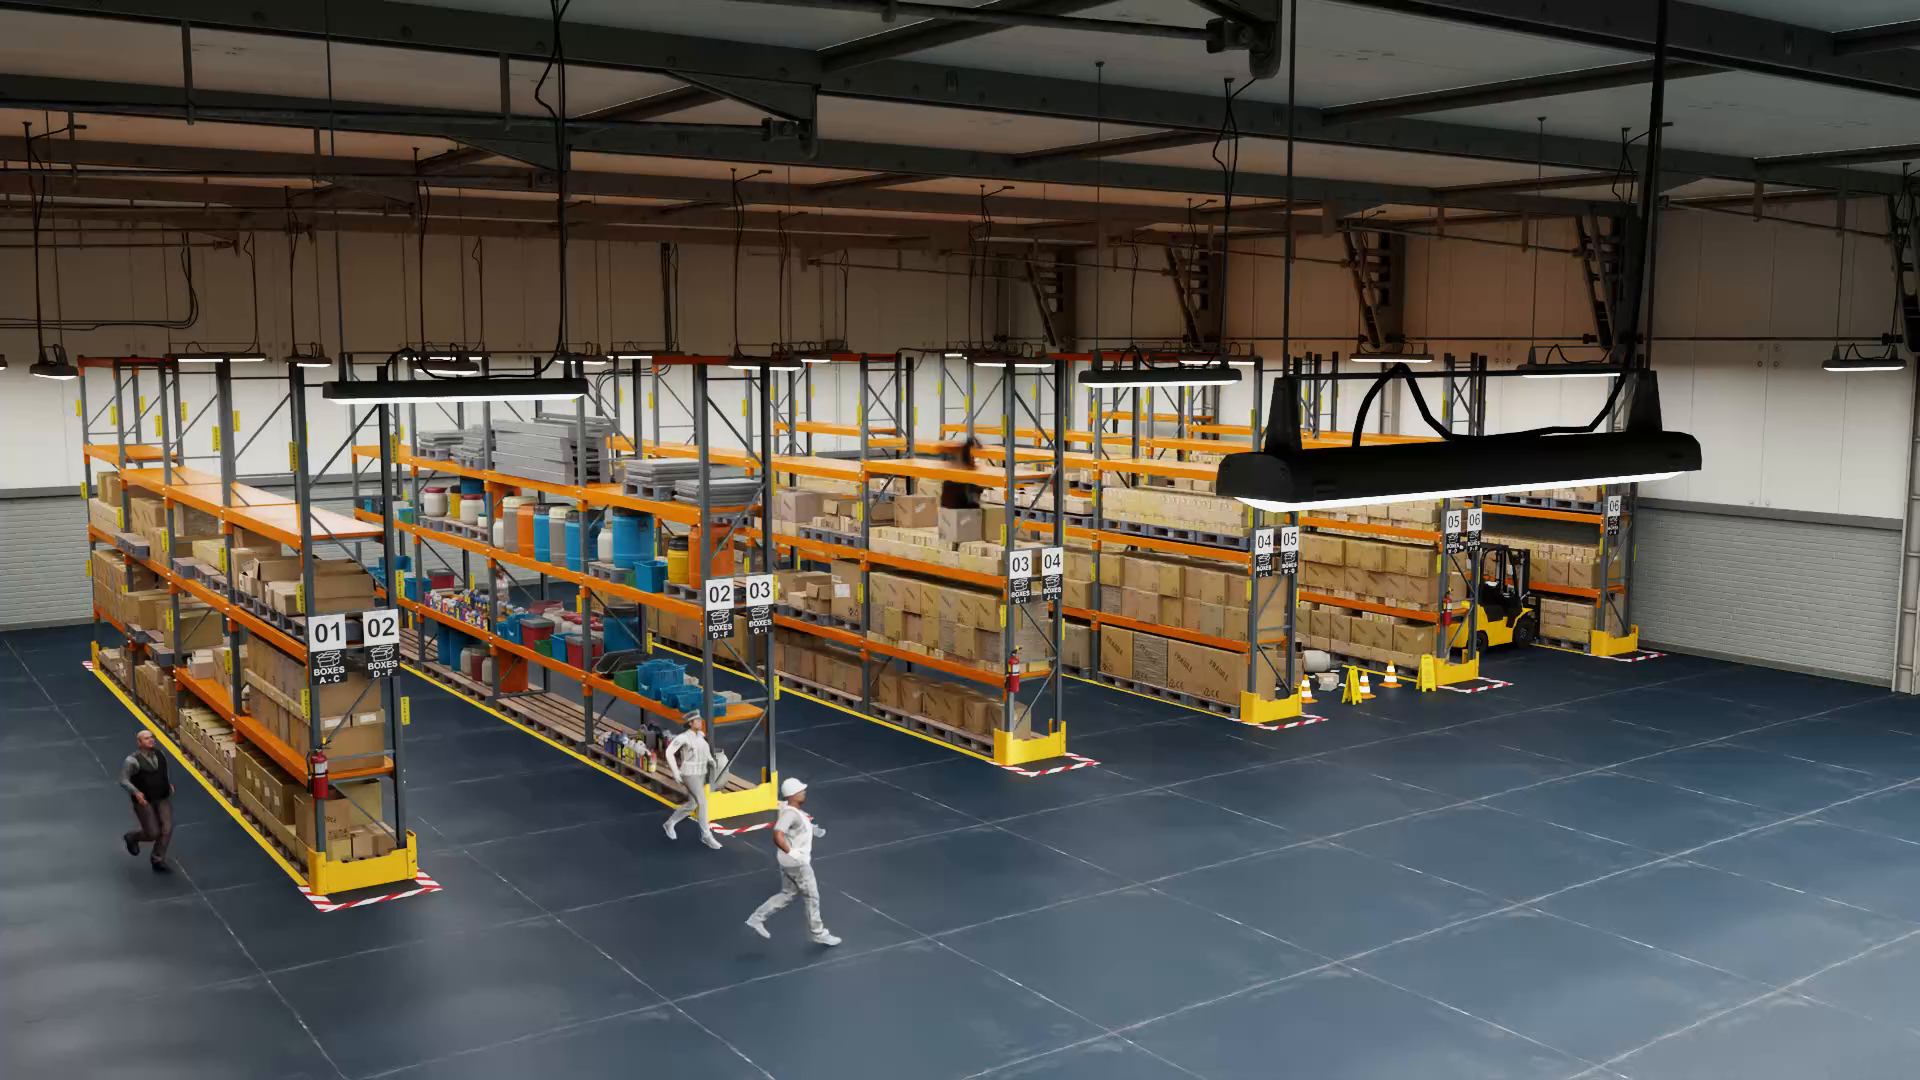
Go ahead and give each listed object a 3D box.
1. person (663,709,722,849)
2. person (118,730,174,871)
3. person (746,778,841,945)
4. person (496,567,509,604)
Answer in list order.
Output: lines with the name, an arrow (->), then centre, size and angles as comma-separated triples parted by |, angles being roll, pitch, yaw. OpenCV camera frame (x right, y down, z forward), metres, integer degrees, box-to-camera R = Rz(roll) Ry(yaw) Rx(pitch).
person -> -3.315, 2.968, 20.882 | 0.863, 1.686, 0.629 | 3, 8, 23
person -> -9.693, 3.099, 19.879 | 0.678, 1.678, 0.659 | 4, 8, 31
person -> -1.736, 3.351, 17.268 | 0.989, 1.791, 0.682 | -2, 7, -17
person -> -9.545, 1.356, 34.566 | 0.524, 1.613, 0.681 | -5, 9, -38
